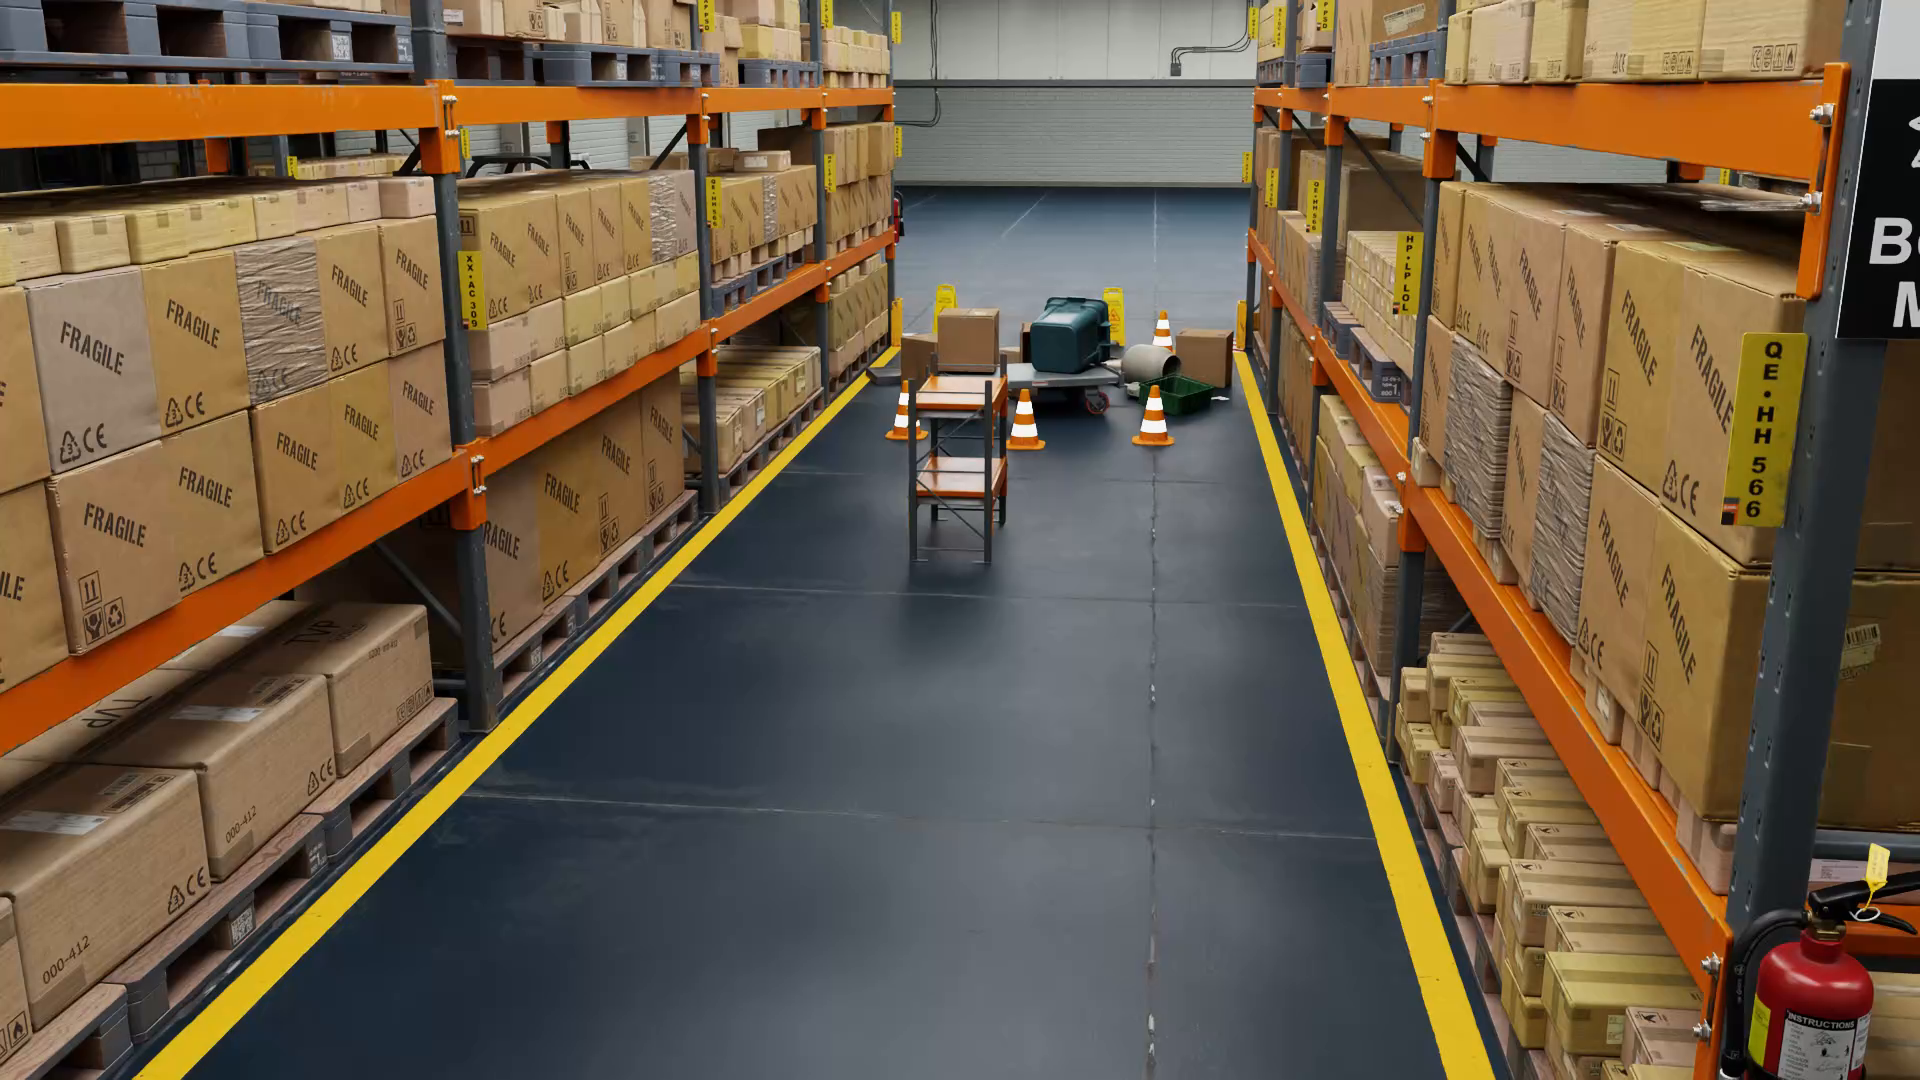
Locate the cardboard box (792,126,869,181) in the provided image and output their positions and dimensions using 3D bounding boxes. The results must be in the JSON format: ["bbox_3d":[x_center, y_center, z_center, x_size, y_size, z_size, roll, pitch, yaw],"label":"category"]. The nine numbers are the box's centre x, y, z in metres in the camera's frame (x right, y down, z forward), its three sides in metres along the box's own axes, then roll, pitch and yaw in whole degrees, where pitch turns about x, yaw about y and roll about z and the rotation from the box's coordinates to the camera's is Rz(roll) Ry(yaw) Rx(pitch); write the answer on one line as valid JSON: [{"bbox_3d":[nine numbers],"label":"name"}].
[{"bbox_3d":[-1.265,-3.723,16.007,0.700,0.500,0.500,1,15,5],"label":"cardboard box"}]

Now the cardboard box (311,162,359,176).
[{"bbox_3d":[-6.202,-3.672,16.493,0.380,0.149,0.250,1,15,5],"label":"cardboard box"}]

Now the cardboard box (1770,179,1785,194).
[{"bbox_3d":[8.578,-3.342,16.513,0.875,0.500,0.500,2,15,6],"label":"cardboard box"}]

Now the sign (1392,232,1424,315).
[{"bbox_3d":[1.782,-1.059,6.615,0.100,0.325,0.005,2,15,6],"label":"sign"}]

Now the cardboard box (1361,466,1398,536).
[{"bbox_3d":[2.238,-0.177,8.116,0.500,0.250,0.500,2,15,9],"label":"cardboard box"}]

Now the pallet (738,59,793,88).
[{"bbox_3d":[-1.983,-3.611,12.882,1.213,0.211,1.003,2,15,6],"label":"pallet"}]

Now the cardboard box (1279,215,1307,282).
[{"bbox_3d":[2.853,-2.349,13.410,0.500,0.500,0.500,2,15,7],"label":"cardboard box"}]

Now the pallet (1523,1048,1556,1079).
[{"bbox_3d":[2.018,1.669,4.085,1.003,0.211,1.213,2,15,6],"label":"pallet"}]

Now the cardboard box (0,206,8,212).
[{"bbox_3d":[-3.068,-0.910,4.932,0.380,0.149,0.250,2,15,8],"label":"cardboard box"}]

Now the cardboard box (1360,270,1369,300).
[{"bbox_3d":[2.447,-1.423,9.285,0.380,0.149,0.250,2,15,7],"label":"cardboard box"}]

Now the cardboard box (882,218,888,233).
[{"bbox_3d":[-0.990,-3.423,18.057,0.380,0.149,0.250,2,15,6],"label":"cardboard box"}]

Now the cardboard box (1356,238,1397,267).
[{"bbox_3d":[2.481,-1.644,9.531,0.380,0.149,0.250,2,15,6],"label":"cardboard box"}]

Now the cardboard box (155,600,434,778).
[{"bbox_3d":[-2.774,0.589,6.841,0.875,0.438,0.875,1,15,5],"label":"cardboard box"}]

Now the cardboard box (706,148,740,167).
[{"bbox_3d":[-2.098,-3.276,14.221,0.380,0.149,0.250,2,15,6],"label":"cardboard box"}]

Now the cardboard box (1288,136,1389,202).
[{"bbox_3d":[3.312,-3.248,14.572,0.875,0.550,0.550,2,15,6],"label":"cardboard box"}]

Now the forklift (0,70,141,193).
[{"bbox_3d":[-5.440,-1.199,9.480,3.031,2.935,1.130,5,16,17],"label":"forklift"}]

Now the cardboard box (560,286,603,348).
[{"bbox_3d":[-2.152,-1.146,8.481,0.500,0.250,0.500,2,15,7],"label":"cardboard box"}]

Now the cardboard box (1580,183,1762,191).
[{"bbox_3d":[2.549,-1.030,6.047,0.500,0.500,0.500,1,15,4],"label":"cardboard box"}]

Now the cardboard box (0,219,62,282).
[{"bbox_3d":[-2.641,-0.768,4.405,0.380,0.149,0.250,2,15,7],"label":"cardboard box"}]

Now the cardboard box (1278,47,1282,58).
[{"bbox_3d":[2.988,-4.307,14.582,0.380,0.149,0.250,2,15,7],"label":"cardboard box"}]

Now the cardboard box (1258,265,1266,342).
[{"bbox_3d":[3.677,-2.597,17.784,0.875,0.875,0.875,2,15,7],"label":"cardboard box"}]

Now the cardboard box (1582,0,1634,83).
[{"bbox_3d":[1.790,-1.210,3.930,0.500,0.250,0.500,2,15,9],"label":"cardboard box"}]

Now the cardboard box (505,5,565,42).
[{"bbox_3d":[-2.106,-2.460,7.911,0.380,0.166,0.250,1,15,2],"label":"cardboard box"}]

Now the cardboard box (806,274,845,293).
[{"bbox_3d":[-1.285,-2.406,15.596,0.380,0.149,0.250,2,15,7],"label":"cardboard box"}]

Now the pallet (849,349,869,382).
[{"bbox_3d":[-1.518,-1.826,17.010,1.003,0.211,1.213,2,15,6],"label":"pallet"}]

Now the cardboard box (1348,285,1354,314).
[{"bbox_3d":[2.504,-1.424,9.859,0.380,0.149,0.250,2,15,9],"label":"cardboard box"}]

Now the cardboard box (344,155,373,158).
[{"bbox_3d":[-6.546,-4.087,18.025,0.380,0.149,0.250,2,15,7],"label":"cardboard box"}]

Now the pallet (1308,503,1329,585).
[{"bbox_3d":[2.695,0.026,10.161,1.003,0.211,1.213,2,15,6],"label":"pallet"}]

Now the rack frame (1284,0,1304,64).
[{"bbox_3d":[3.236,-5.456,13.600,1.000,3.000,0.127,2,15,6],"label":"rack frame"}]

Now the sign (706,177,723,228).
[{"bbox_3d":[-1.593,-2.185,10.780,0.100,0.325,0.005,2,15,6],"label":"sign"}]

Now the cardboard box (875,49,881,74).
[{"bbox_3d":[-1.103,-4.965,17.250,0.500,0.250,0.500,1,15,5],"label":"cardboard box"}]

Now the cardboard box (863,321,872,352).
[{"bbox_3d":[-1.186,-2.105,17.162,0.500,0.250,0.500,1,15,4],"label":"cardboard box"}]

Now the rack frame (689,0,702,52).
[{"bbox_3d":[-2.145,-4.538,10.205,1.000,3.000,0.127,2,15,6],"label":"rack frame"}]

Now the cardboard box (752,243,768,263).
[{"bbox_3d":[-1.693,-2.220,12.803,0.380,0.149,0.250,2,15,8],"label":"cardboard box"}]

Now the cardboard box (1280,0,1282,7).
[{"bbox_3d":[2.990,-4.692,14.480,0.380,0.149,0.250,2,15,6],"label":"cardboard box"}]

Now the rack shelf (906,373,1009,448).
[{"bbox_3d":[-0.001,-0.824,10.432,0.538,0.278,1.000,2,15,6],"label":"rack shelf"}]

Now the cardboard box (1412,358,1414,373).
[{"bbox_3d":[2.210,-0.743,7.339,0.380,0.149,0.250,2,15,7],"label":"cardboard box"}]

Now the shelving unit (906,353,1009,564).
[{"bbox_3d":[-0.001,-0.541,10.509,0.538,1.125,1.048,2,15,6],"label":"shelving unit"}]

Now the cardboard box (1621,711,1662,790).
[{"bbox_3d":[1.717,0.452,3.726,0.380,0.149,0.250,2,15,6],"label":"cardboard box"}]

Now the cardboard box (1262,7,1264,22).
[{"bbox_3d":[3.276,-5.351,16.917,0.380,0.149,0.250,1,15,5],"label":"cardboard box"}]

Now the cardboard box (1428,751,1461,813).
[{"bbox_3d":[1.967,0.908,6.213,0.380,0.149,0.250,2,15,6],"label":"cardboard box"}]

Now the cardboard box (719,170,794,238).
[{"bbox_3d":[-1.636,-2.685,13.280,0.500,0.500,0.500,2,15,8],"label":"cardboard box"}]

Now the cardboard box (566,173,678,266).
[{"bbox_3d":[-1.993,-1.898,9.827,0.500,0.500,0.500,2,15,7],"label":"cardboard box"}]

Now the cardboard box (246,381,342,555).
[{"bbox_3d":[-2.489,-0.261,5.688,0.500,0.500,0.500,1,15,5],"label":"cardboard box"}]

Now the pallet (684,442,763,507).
[{"bbox_3d":[-2.055,-0.499,12.102,1.003,0.211,1.213,2,15,6],"label":"pallet"}]

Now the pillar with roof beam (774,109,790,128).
[{"bbox_3d":[-0.163,-12.702,40.397,9.100,9.000,0.400,2,15,6],"label":"pillar with roof beam"}]

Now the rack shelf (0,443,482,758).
[{"bbox_3d":[-2.822,0.261,5.327,1.077,0.370,4.000,2,15,6],"label":"rack shelf"}]

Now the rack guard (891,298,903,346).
[{"bbox_3d":[-1.251,-2.491,18.915,1.175,0.500,0.348,2,15,6],"label":"rack guard"}]

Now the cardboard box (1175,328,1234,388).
[{"bbox_3d":[2.392,-1.787,16.309,0.500,0.500,0.500,4,16,16],"label":"cardboard box"}]

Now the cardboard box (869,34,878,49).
[{"bbox_3d":[-1.065,-5.200,17.352,0.380,0.149,0.250,2,15,6],"label":"cardboard box"}]

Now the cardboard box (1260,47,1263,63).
[{"bbox_3d":[3.274,-4.965,17.014,0.380,0.149,0.250,2,15,6],"label":"cardboard box"}]

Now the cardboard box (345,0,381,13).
[{"bbox_3d":[-2.350,-2.064,6.062,0.396,0.266,0.258,2,15,8],"label":"cardboard box"}]

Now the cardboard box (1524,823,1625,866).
[{"bbox_3d":[1.886,0.958,4.891,0.380,0.149,0.250,1,15,4],"label":"cardboard box"}]

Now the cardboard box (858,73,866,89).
[{"bbox_3d":[-1.133,-4.543,16.452,0.380,0.149,0.250,2,15,6],"label":"cardboard box"}]

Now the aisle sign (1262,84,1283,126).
[{"bbox_3d":[3.398,-4.880,17.981,0.394,0.787,0.004,2,15,6],"label":"aisle sign"}]

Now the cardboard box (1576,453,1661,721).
[{"bbox_3d":[1.741,0.103,3.773,0.500,0.500,0.500,1,15,5],"label":"cardboard box"}]

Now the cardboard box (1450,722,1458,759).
[{"bbox_3d":[2.044,0.762,6.185,0.380,0.149,0.250,2,15,6],"label":"cardboard box"}]

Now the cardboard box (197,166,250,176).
[{"bbox_3d":[-6.890,-3.421,15.565,0.380,0.149,0.250,2,15,6],"label":"cardboard box"}]
